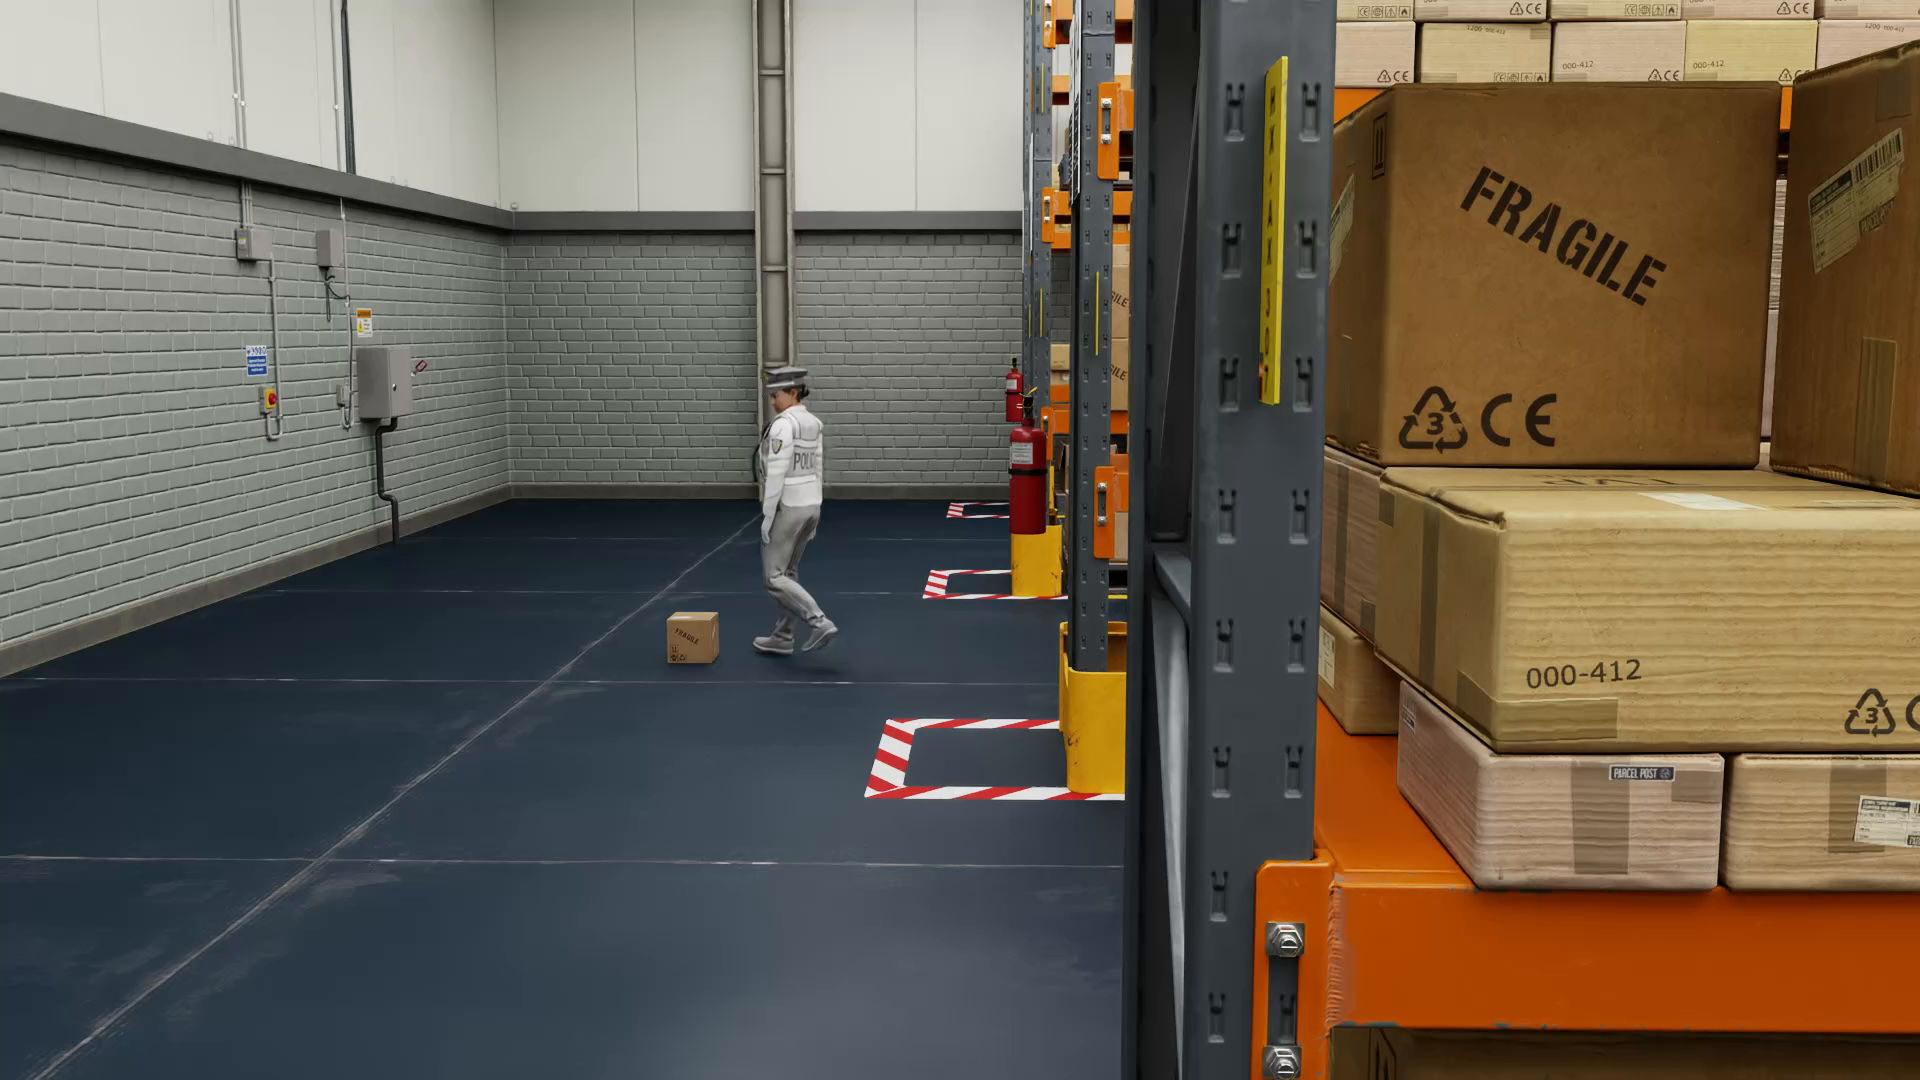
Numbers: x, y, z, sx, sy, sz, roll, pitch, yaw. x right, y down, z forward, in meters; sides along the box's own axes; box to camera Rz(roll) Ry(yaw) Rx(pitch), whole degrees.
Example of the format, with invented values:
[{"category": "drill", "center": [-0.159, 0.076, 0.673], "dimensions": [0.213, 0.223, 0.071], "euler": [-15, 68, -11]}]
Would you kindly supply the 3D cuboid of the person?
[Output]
[{"category": "person", "center": [-0.934, -0.146, 9.310], "dimensions": [0.734, 1.643, 0.522], "euler": [4, 8, 26]}]
